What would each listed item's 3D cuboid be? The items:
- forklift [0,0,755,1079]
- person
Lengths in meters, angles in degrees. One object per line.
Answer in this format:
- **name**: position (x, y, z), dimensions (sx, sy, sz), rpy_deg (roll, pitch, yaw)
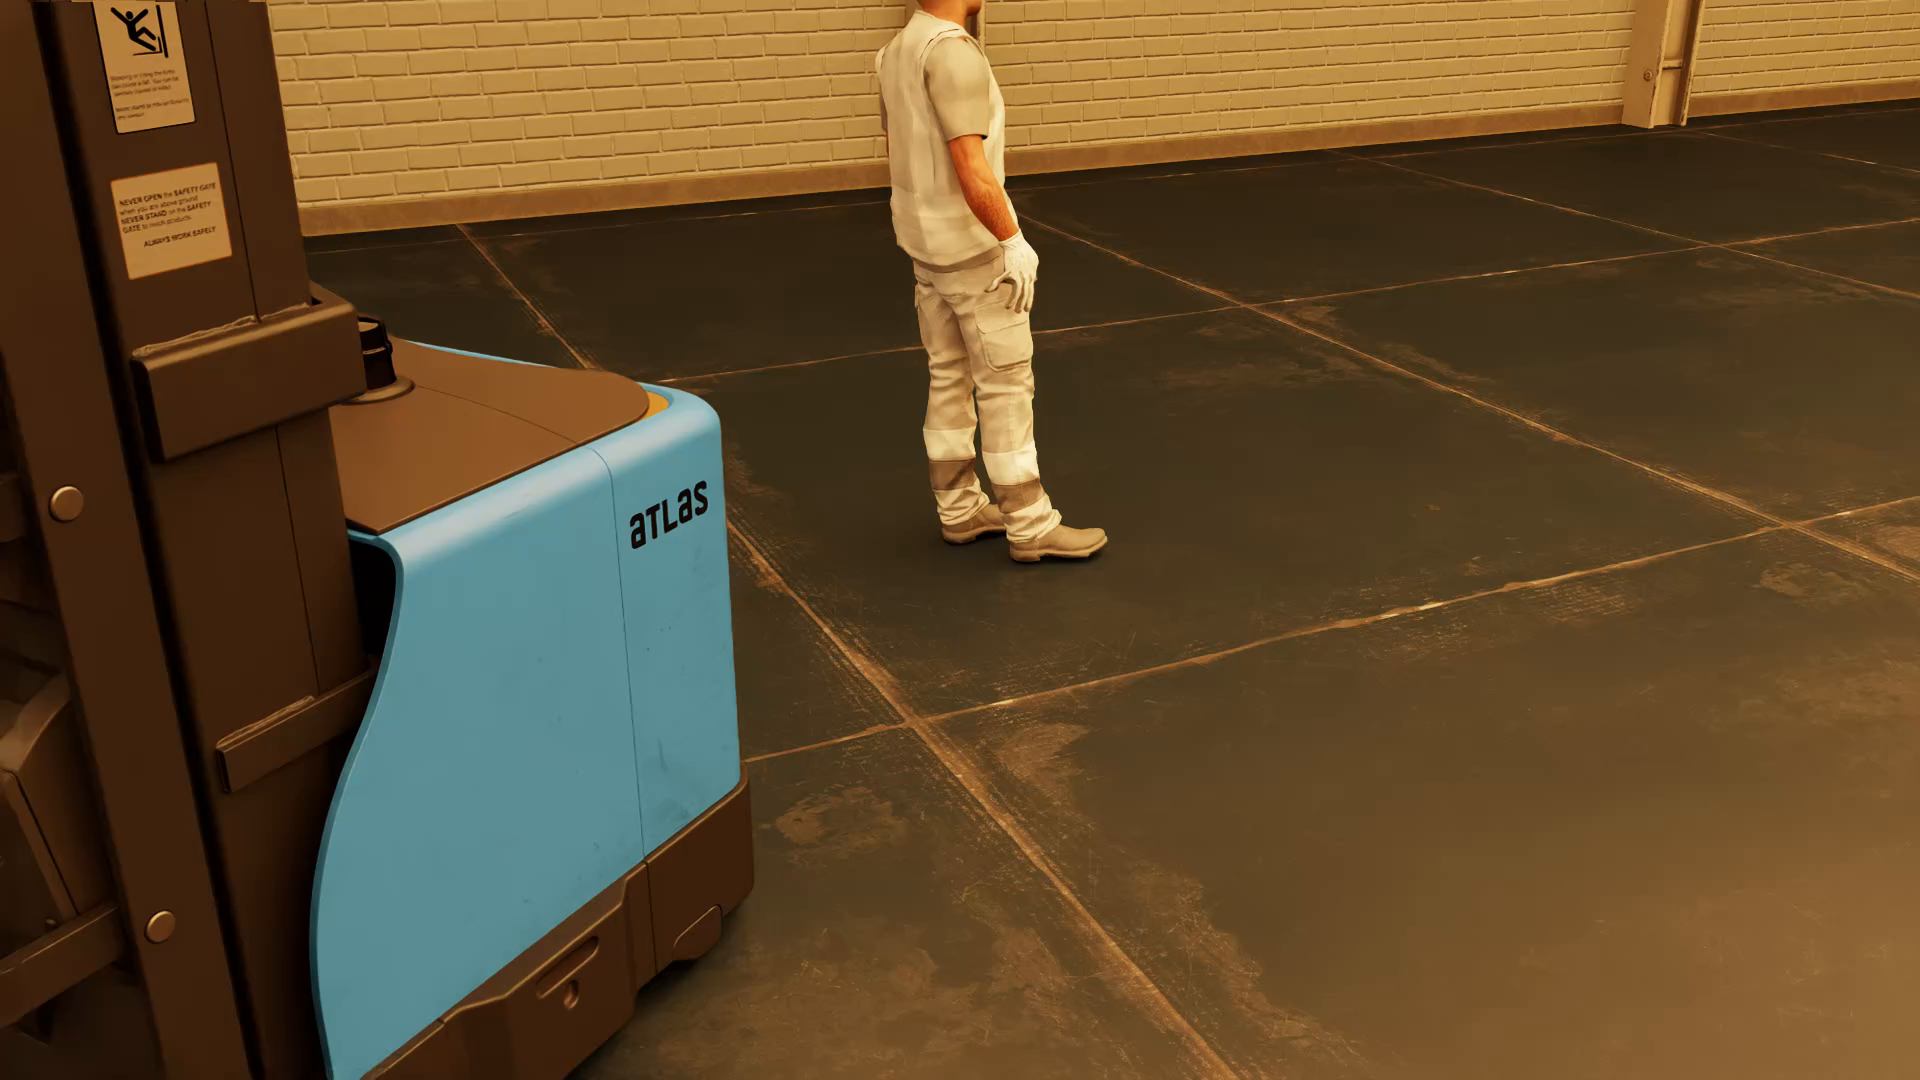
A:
- **forklift**: position (-1.557, -0.212, 1.797), dimensions (1.130, 2.935, 3.031), rpy_deg (12, 25, 26)
- **person**: position (0.077, -0.842, 4.782), dimensions (0.564, 1.787, 0.638), rpy_deg (-10, 25, -23)
